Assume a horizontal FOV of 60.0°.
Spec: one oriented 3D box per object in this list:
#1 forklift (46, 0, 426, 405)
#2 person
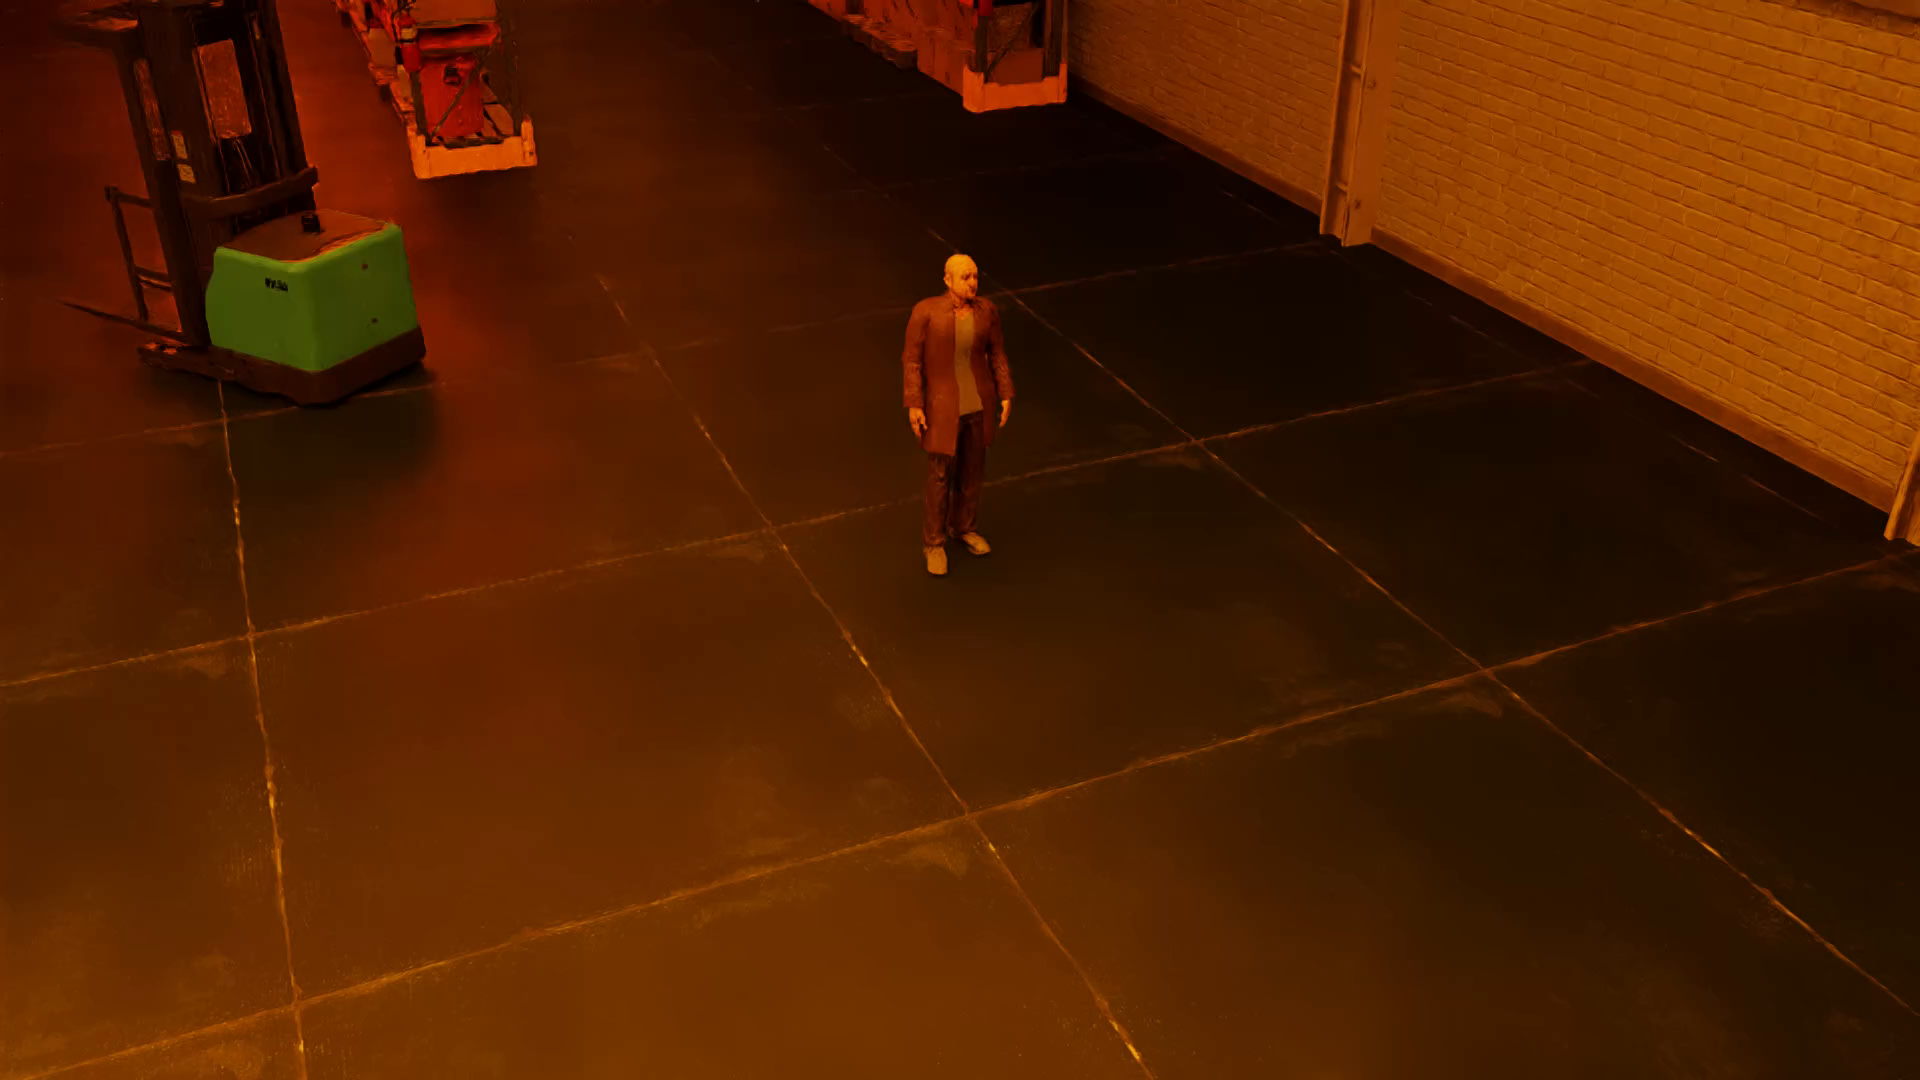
[{"bbox_3d":[-5.501,-2.732,11.898,3.031,2.935,1.130,15,33,25],"label":"forklift"},{"bbox_3d":[0.032,-0.735,9.554,0.694,1.776,0.580,-12,32,-20],"label":"person"}]
